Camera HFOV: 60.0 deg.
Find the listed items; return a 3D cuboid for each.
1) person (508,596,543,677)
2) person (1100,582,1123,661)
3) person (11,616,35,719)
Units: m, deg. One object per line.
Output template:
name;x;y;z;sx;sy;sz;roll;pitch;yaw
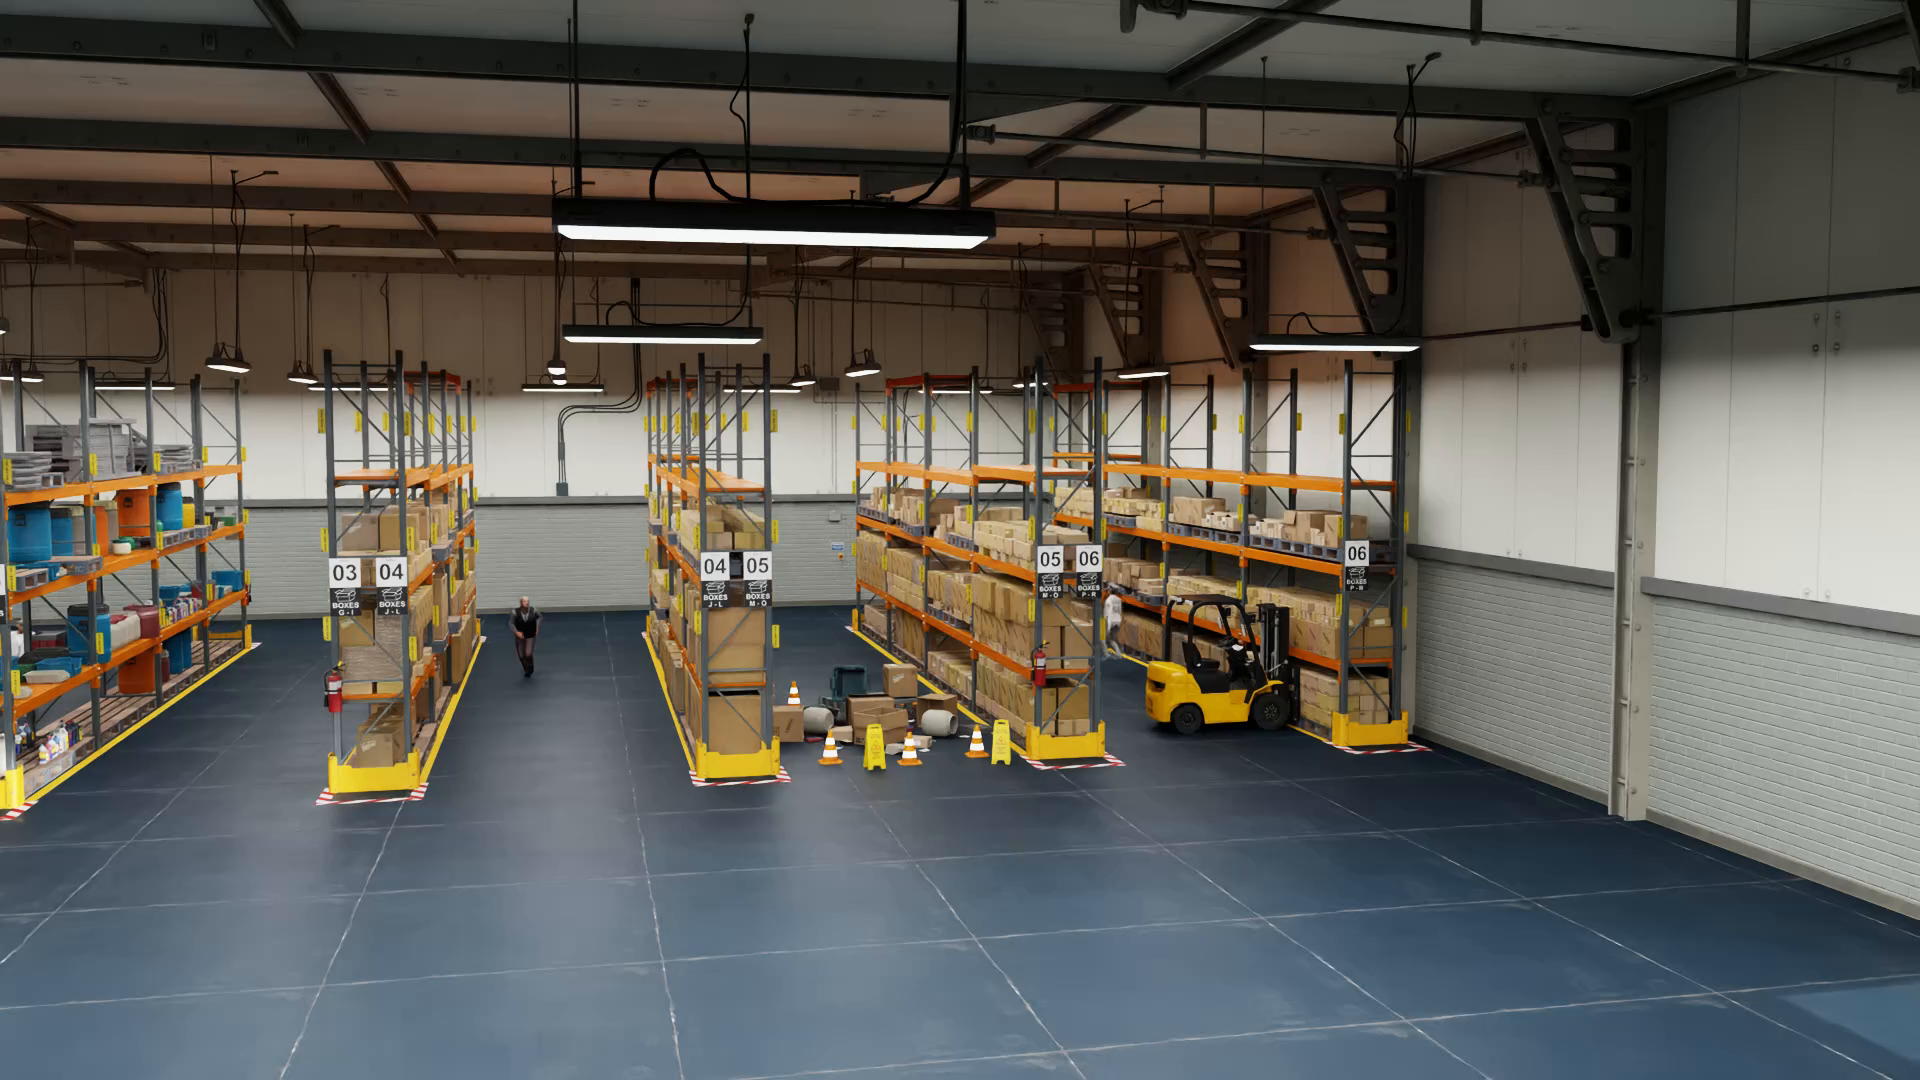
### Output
person;-8.565;1.907;32.789;0.608;1.632;0.725;0;4;-3
person;3.082;1.659;33.477;0.484;1.598;0.614;-2;5;-32
person;-15.891;2.186;28.141;0.566;1.763;0.741;-2;4;-25
